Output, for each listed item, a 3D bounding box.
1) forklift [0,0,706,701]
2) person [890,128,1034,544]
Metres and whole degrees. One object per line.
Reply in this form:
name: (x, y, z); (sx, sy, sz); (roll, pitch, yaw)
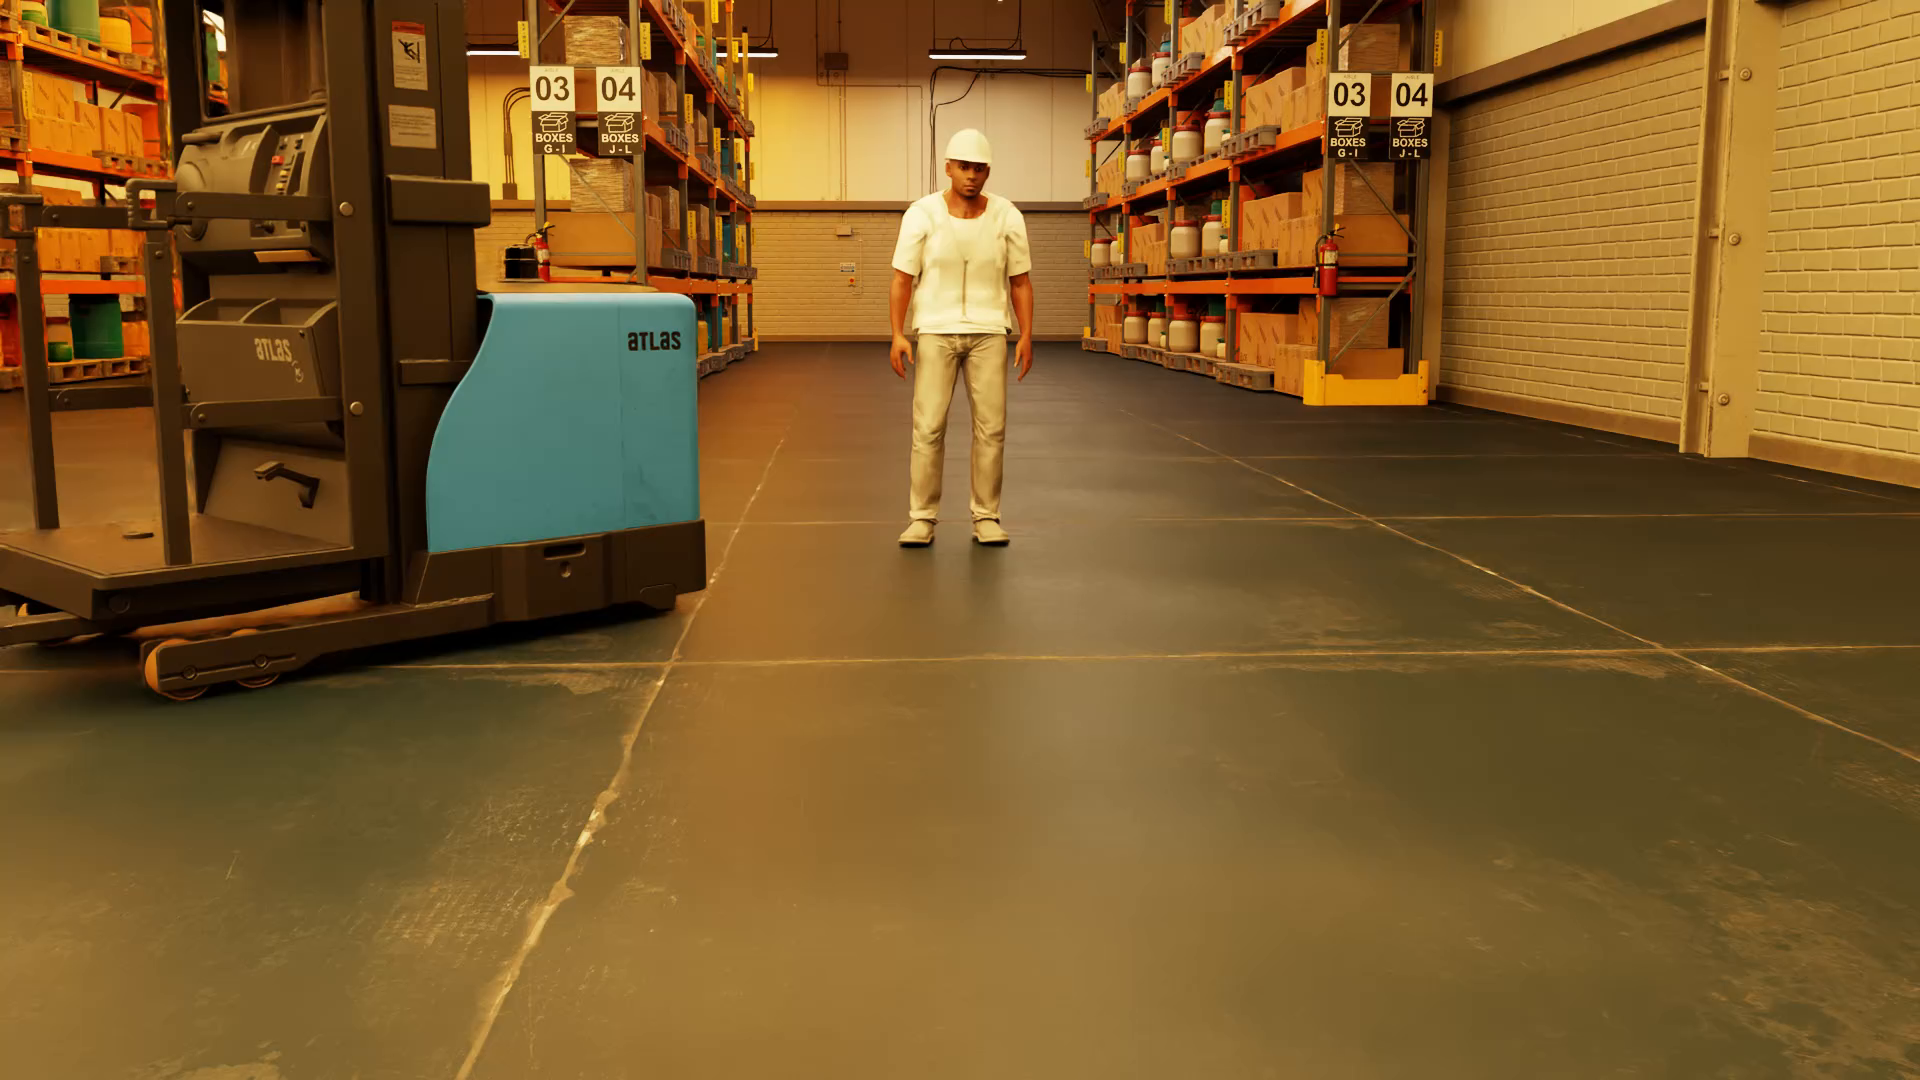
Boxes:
forklift: (-2.251, -1.106, 4.777); (1.130, 2.935, 3.031); (8, 12, 43)
person: (0.011, -0.863, 7.142); (0.626, 1.760, 0.460); (-1, 8, -5)
